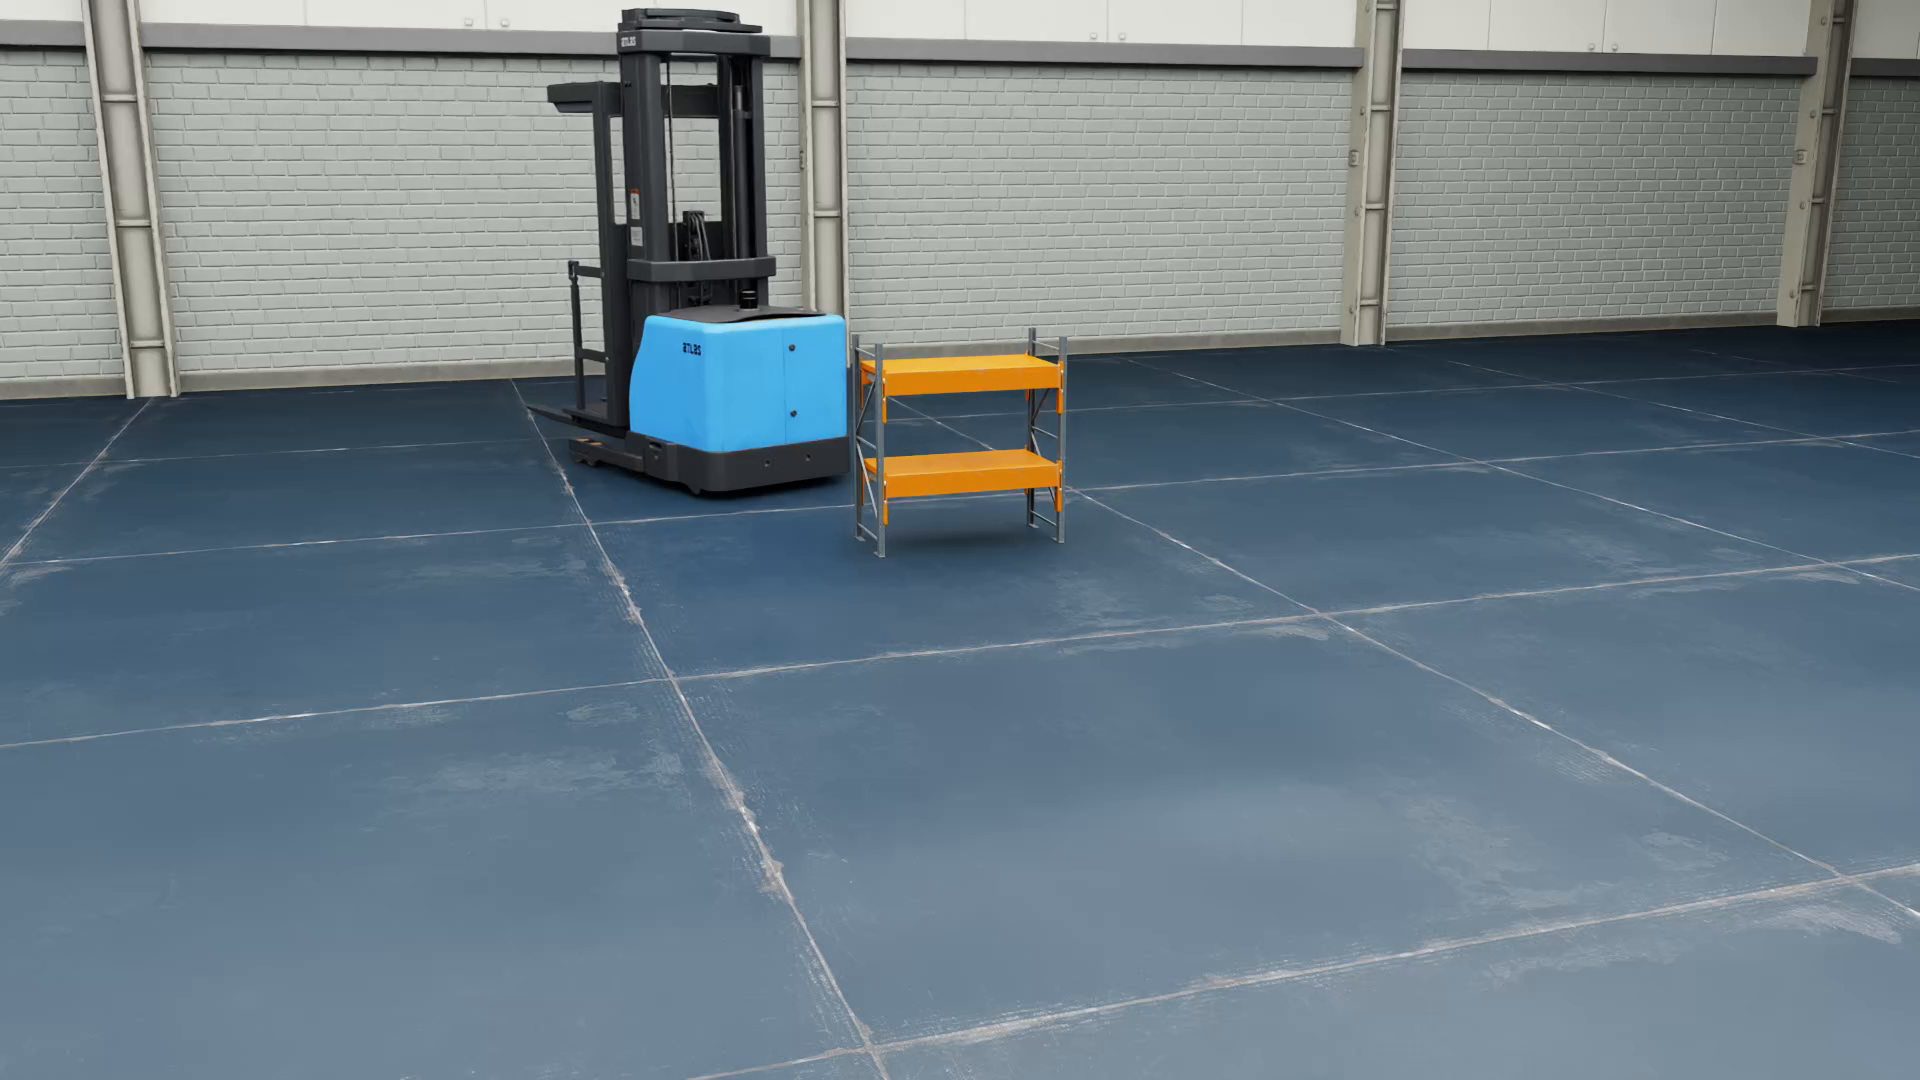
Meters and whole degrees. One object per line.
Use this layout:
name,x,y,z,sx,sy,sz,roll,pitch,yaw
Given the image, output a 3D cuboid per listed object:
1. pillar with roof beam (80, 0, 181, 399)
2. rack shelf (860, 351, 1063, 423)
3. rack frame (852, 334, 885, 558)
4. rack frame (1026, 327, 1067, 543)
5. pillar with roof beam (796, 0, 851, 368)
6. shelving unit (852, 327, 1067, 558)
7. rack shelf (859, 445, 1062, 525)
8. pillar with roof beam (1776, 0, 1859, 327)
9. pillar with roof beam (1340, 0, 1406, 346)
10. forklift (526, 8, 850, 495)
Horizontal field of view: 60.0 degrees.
pillar with roof beam,-5.614,-4.690,9.415,0.400,9.000,9.100,-4,14,-18
rack shelf,-0.006,-0.831,8.943,1.000,0.278,0.538,-4,14,-18
rack frame,-0.488,-0.509,8.853,0.032,1.125,0.500,-4,14,-18
rack frame,0.475,-0.584,9.168,0.032,1.125,0.500,-4,14,-18
pillar with roof beam,0.073,-5.133,11.276,0.400,9.000,9.100,-4,14,-18
shelving unit,-0.006,-0.547,9.011,1.048,1.125,0.538,-4,14,-18
rack shelf,-0.006,-0.309,9.067,1.000,0.278,0.538,-4,14,-18
pillar with roof beam,11.446,-6.019,15.000,0.400,9.000,9.100,-4,14,-18
pillar with roof beam,5.759,-5.576,13.138,0.400,9.000,9.100,-4,14,-18
forklift,-2.024,-1.986,11.159,1.130,2.935,3.031,-11,17,-38
